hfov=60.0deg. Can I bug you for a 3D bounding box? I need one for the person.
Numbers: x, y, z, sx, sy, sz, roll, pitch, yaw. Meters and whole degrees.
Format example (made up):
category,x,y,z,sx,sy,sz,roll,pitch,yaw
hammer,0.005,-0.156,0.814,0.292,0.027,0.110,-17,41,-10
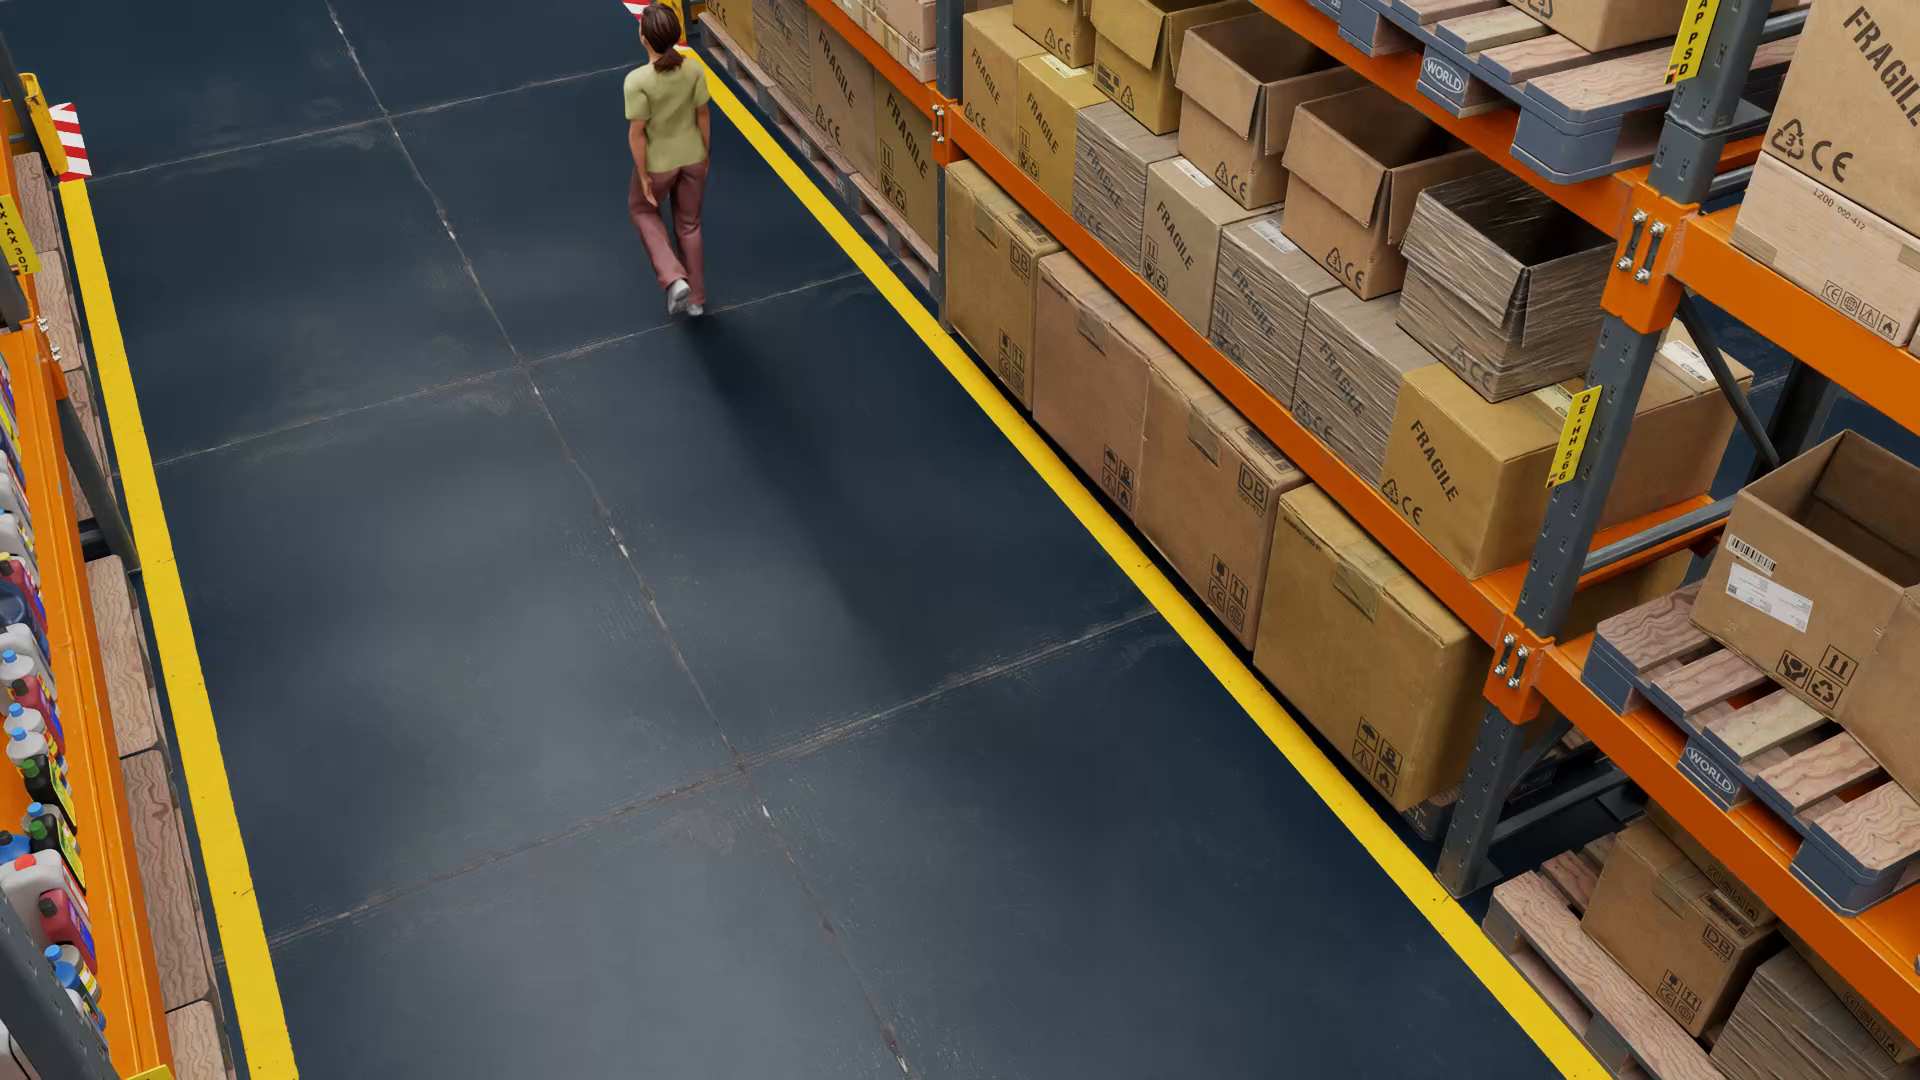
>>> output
category,x,y,z,sx,sy,sz,roll,pitch,yaw
person,-1.433,-1.870,8.252,0.444,1.656,0.476,-18,45,-19
